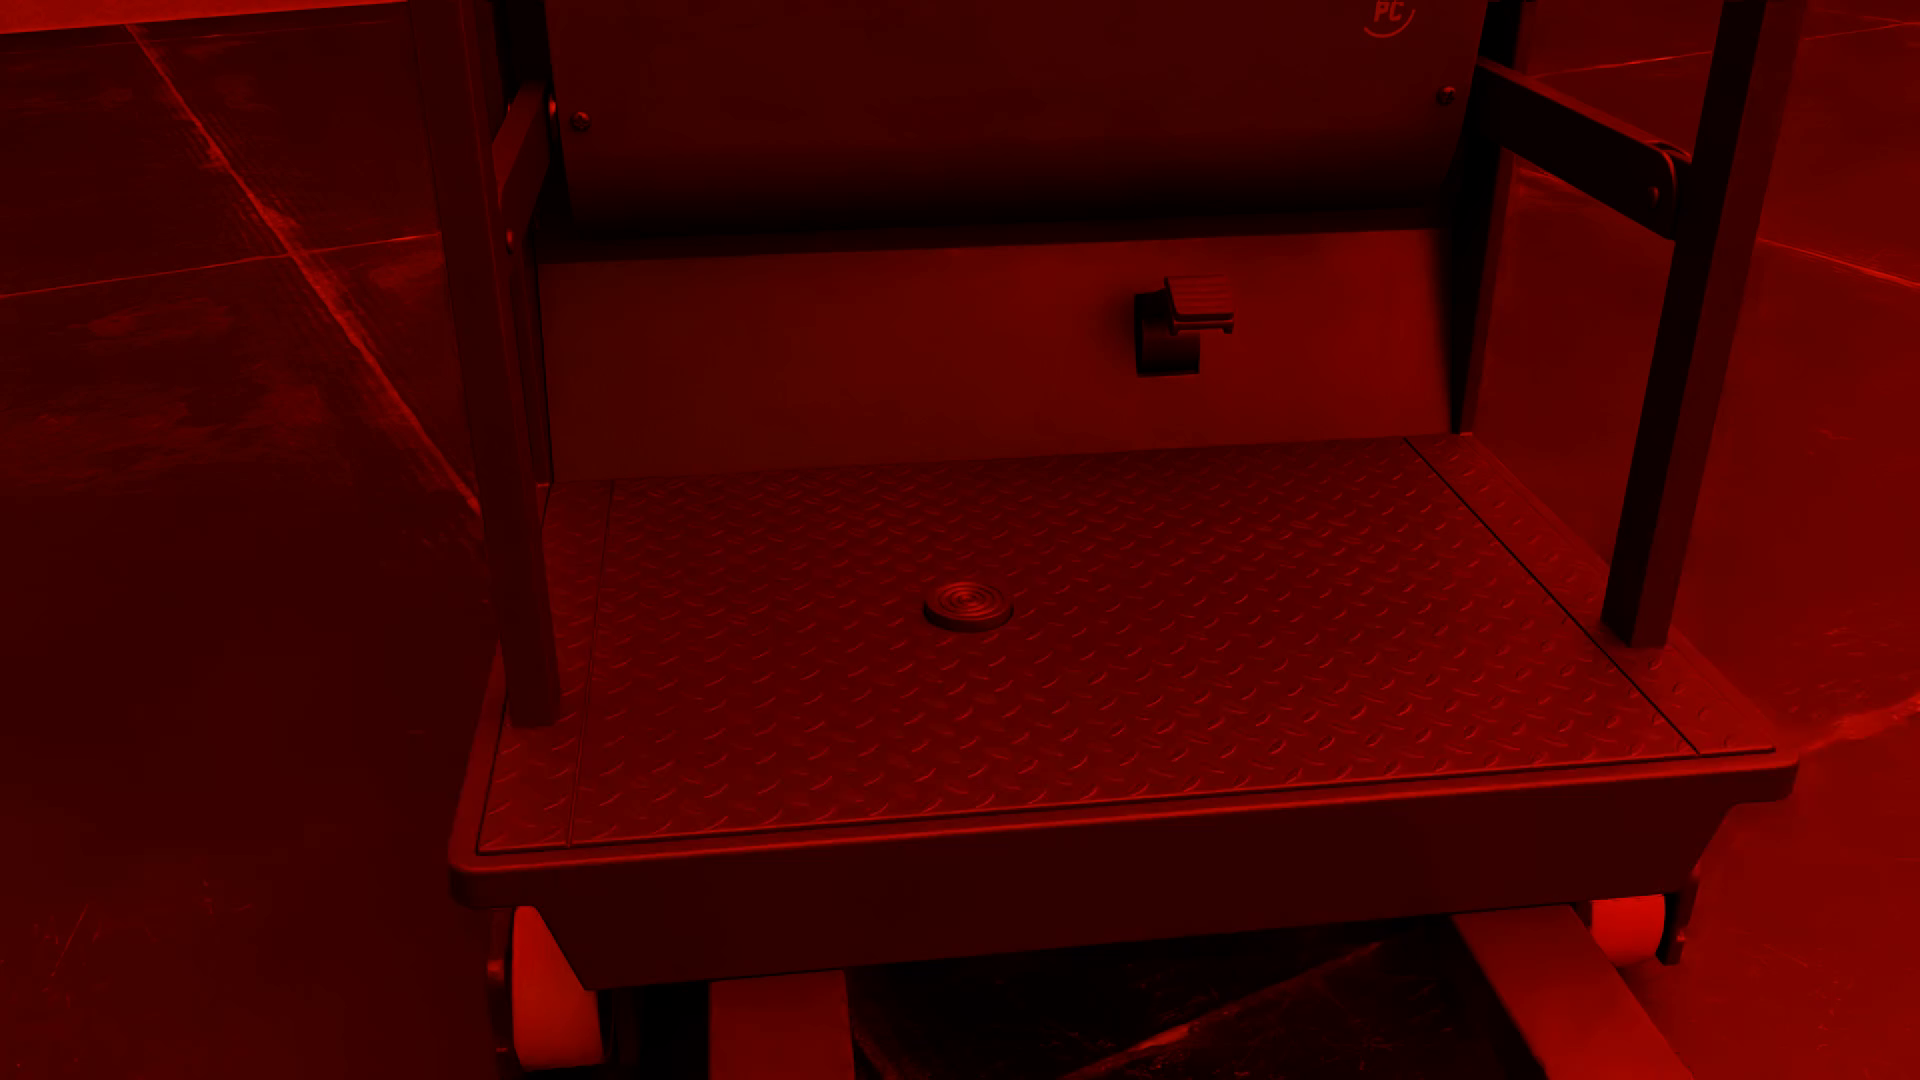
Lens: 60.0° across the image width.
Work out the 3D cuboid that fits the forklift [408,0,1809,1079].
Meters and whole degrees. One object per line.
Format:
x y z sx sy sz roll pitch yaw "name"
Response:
0.094 -0.989 1.209 1.130 2.935 3.031 -3 27 -7 "forklift"
